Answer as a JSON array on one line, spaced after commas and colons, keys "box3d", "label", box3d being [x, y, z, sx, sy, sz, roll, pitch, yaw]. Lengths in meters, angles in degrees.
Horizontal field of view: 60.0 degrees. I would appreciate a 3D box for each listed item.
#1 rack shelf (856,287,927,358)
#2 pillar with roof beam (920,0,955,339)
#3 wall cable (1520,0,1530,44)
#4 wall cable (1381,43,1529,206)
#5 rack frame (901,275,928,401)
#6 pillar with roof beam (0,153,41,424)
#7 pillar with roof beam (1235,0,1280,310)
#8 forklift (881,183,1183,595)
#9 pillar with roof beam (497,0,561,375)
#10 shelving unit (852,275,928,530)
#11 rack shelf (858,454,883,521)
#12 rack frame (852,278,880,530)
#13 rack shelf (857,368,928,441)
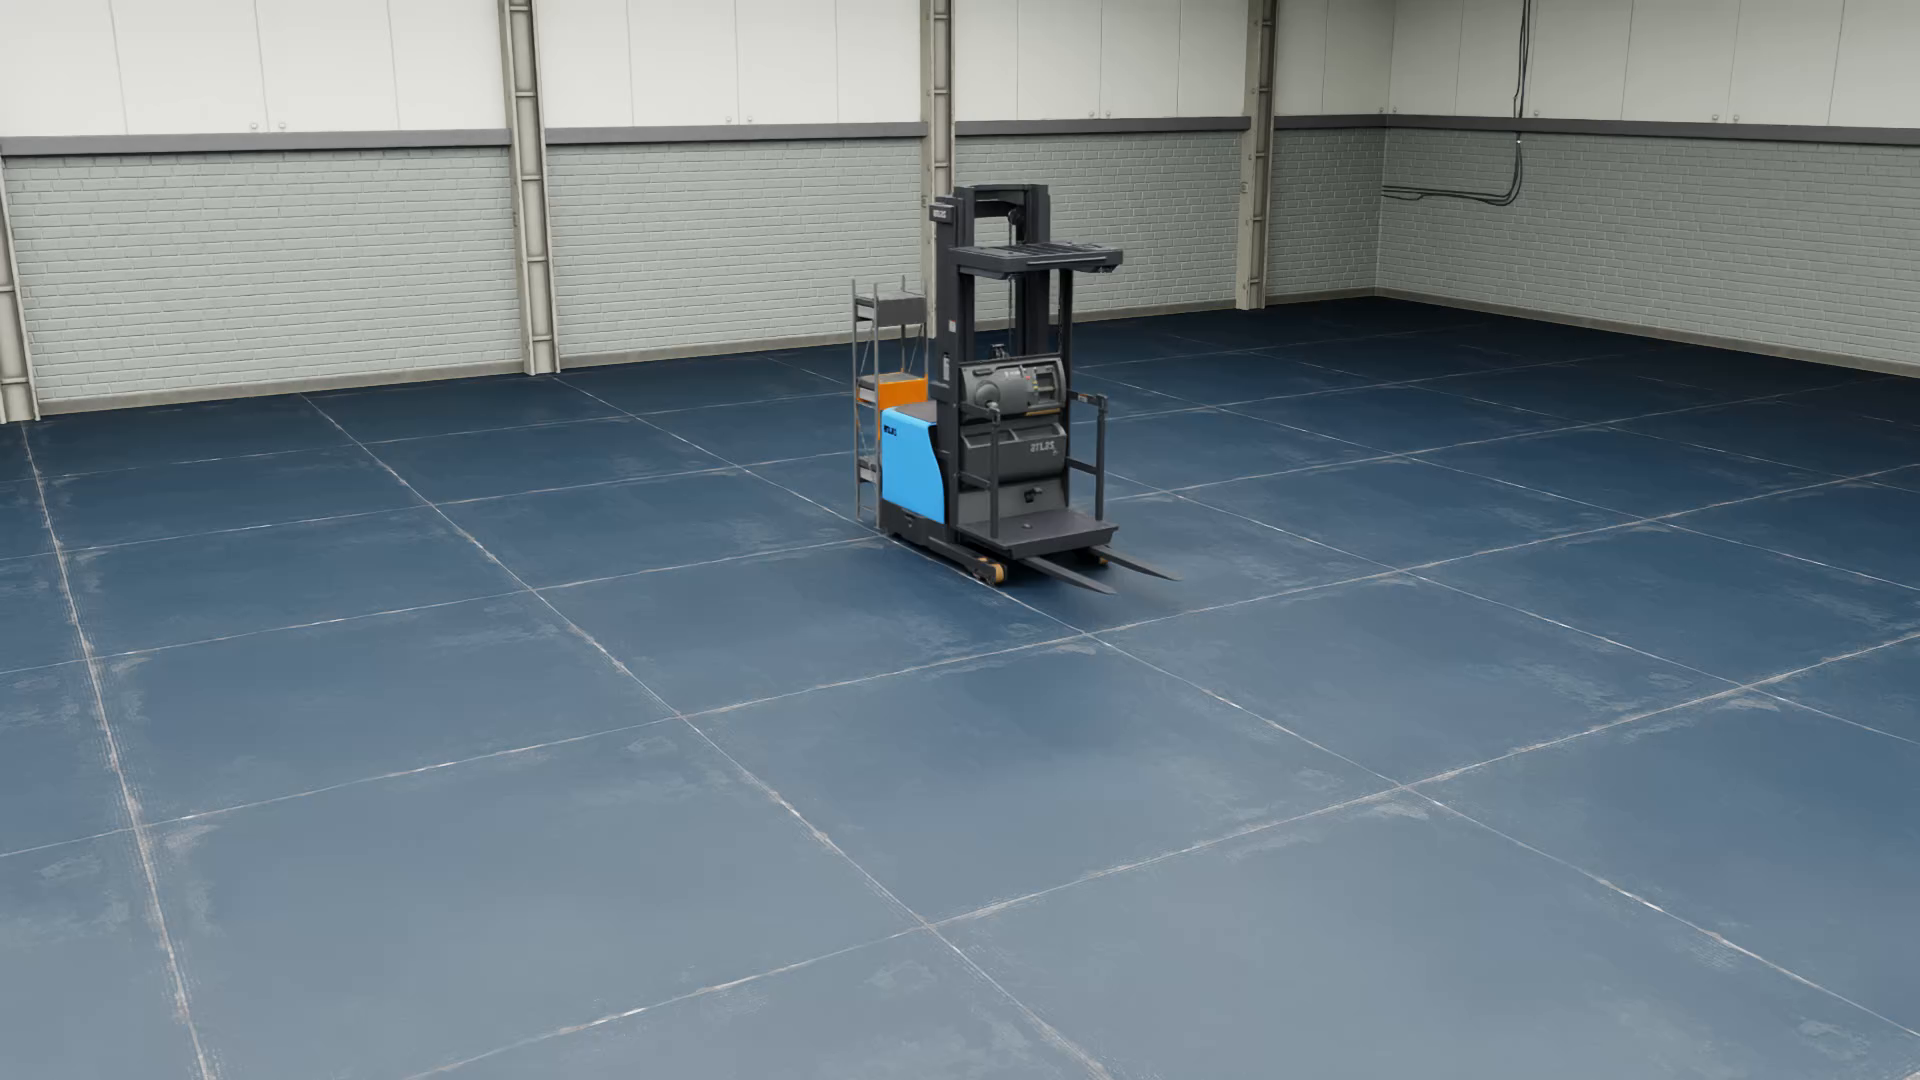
[{"box3d": [-0.591, -1.840, 14.040, 0.480, 0.518, 0.431, -10, 18, -32], "label": "rack shelf"}, {"box3d": [1.898, -6.365, 19.946, 0.400, 9.000, 9.100, -9, 18, -30], "label": "pillar with roof beam"}, {"box3d": [9.423, -8.610, 24.348, 0.112, 2.526, 3.097, -9, 18, -30], "label": "wall cable"}, {"box3d": [8.030, -6.804, 27.263, 0.112, 2.526, 3.097, -9, 18, -30], "label": "wall cable"}, {"box3d": [-0.386, -1.215, 14.353, 0.015, 2.100, 0.400, -10, 18, -32], "label": "rack frame"}, {"box3d": [-8.388, -4.697, 13.995, 0.400, 9.000, 9.100, -9, 18, -30], "label": "pillar with roof beam"}, {"box3d": [7.041, -7.199, 22.921, 0.400, 9.000, 9.100, -9, 18, -30], "label": "pillar with roof beam"}, {"box3d": [0.537, -1.211, 12.801, 1.130, 2.935, 3.031, -10, 18, -31], "label": "forklift"}, {"box3d": [-3.245, -5.531, 16.970, 0.400, 9.000, 9.100, -9, 18, -30], "label": "pillar with roof beam"}, {"box3d": [-0.591, -1.179, 14.226, 0.503, 2.100, 0.431, -10, 18, -32], "label": "shelving unit"}, {"box3d": [-0.591, -0.492, 14.418, 0.480, 0.518, 0.431, -10, 18, -32], "label": "rack shelf"}, {"box3d": [-0.796, -1.143, 14.098, 0.015, 2.100, 0.400, -10, 18, -32], "label": "rack frame"}, {"box3d": [-0.591, -1.166, 14.229, 0.480, 0.518, 0.431, -10, 18, -32], "label": "rack shelf"}]
